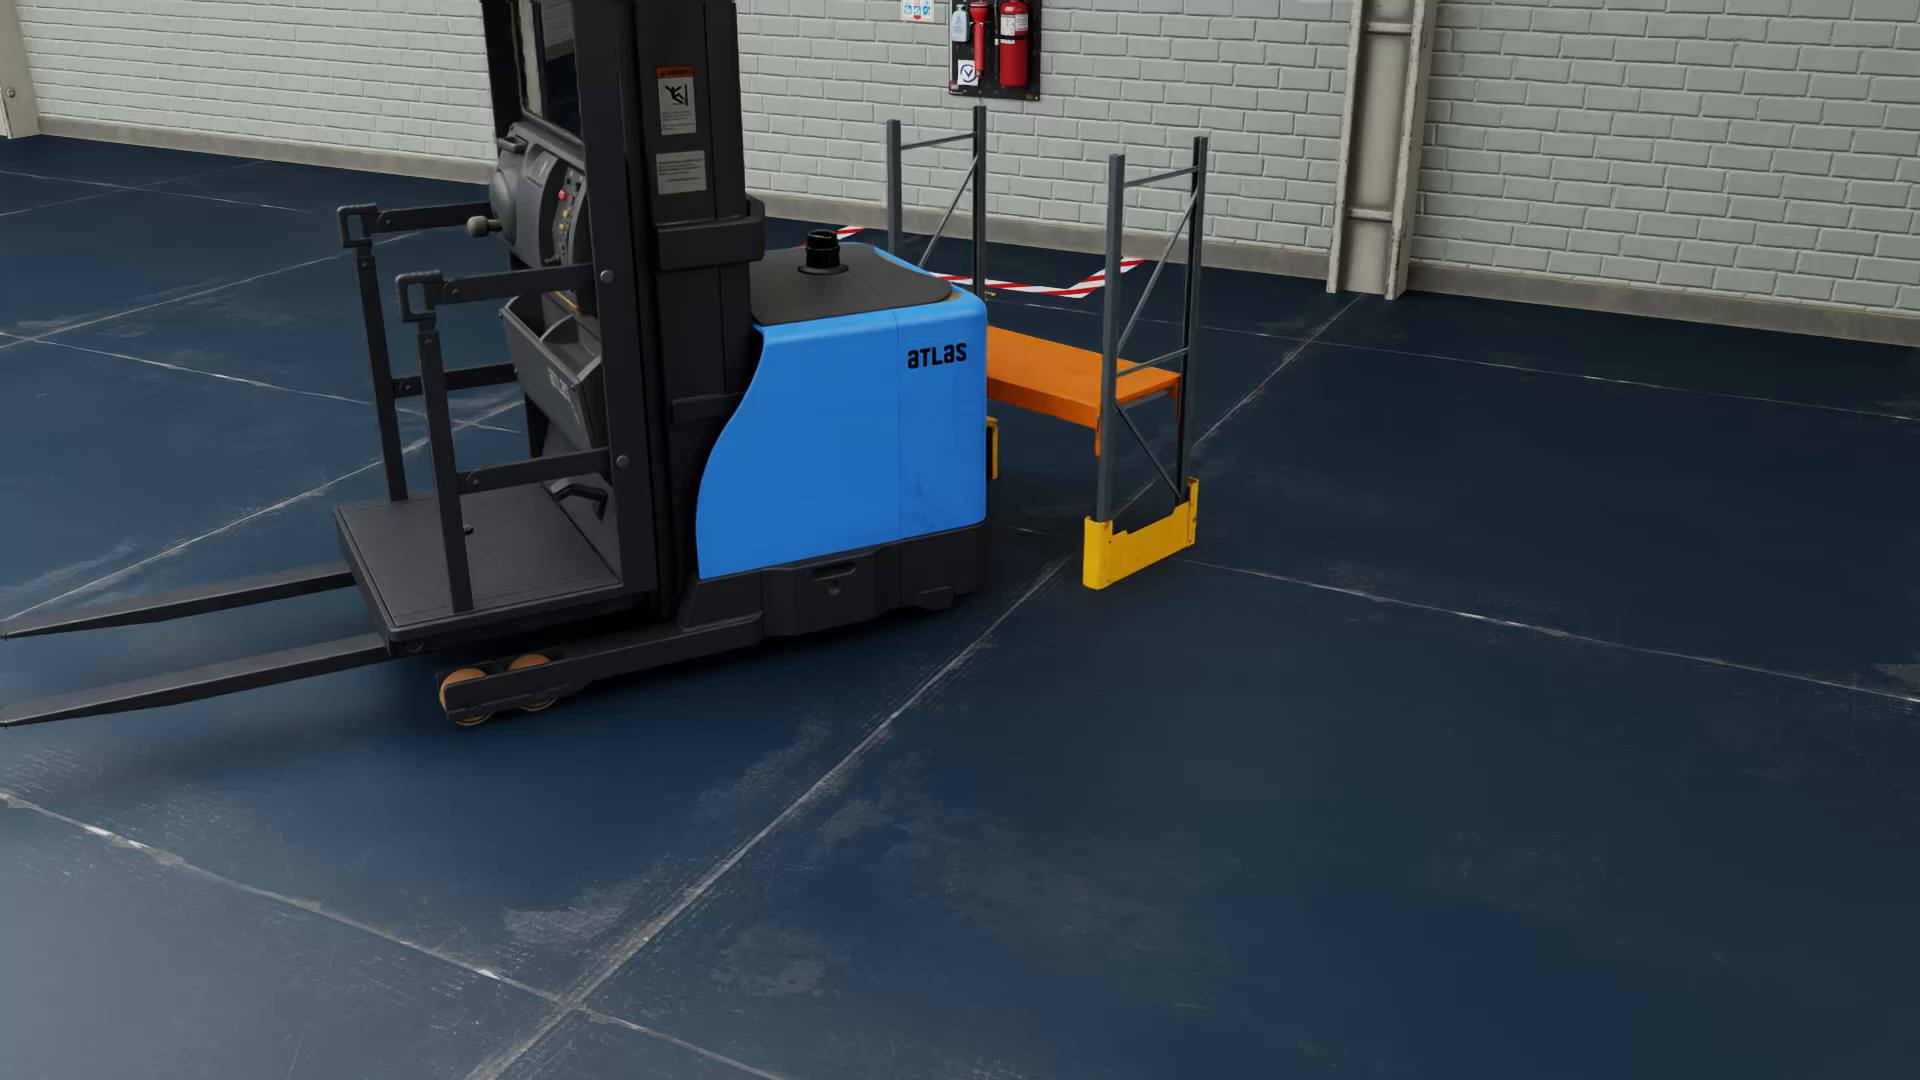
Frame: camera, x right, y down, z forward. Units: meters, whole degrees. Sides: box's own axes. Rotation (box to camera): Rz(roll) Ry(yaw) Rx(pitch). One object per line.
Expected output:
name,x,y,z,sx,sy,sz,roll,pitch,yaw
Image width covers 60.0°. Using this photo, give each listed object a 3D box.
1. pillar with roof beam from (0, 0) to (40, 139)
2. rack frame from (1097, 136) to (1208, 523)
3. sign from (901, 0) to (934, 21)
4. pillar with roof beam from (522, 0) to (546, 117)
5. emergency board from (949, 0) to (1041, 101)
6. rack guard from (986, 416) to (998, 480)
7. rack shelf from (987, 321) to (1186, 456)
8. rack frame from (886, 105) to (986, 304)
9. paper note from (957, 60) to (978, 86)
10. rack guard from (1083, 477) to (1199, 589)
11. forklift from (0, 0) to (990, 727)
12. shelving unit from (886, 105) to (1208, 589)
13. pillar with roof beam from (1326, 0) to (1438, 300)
pillar with roof beam,-10.286,-6.211,9.357,0.400,9.000,9.100,11,25,25
rack frame,0.659,-0.608,5.762,0.032,1.500,0.500,20,30,39
sign,-0.270,-3.435,10.449,0.234,0.329,0.001,11,25,25
pillar with roof beam,-4.932,-5.152,6.866,0.400,9.000,9.100,11,25,25
emergency board,0.177,-3.285,10.142,0.643,1.169,0.194,11,25,25
rack guard,-0.068,-0.300,6.635,0.087,0.250,0.587,20,30,39
rack shelf,0.288,-0.578,6.153,1.000,0.185,0.538,20,30,39
rack frame,-0.082,-0.880,6.403,0.032,1.500,0.500,20,30,39
paper note,0.050,-2.935,10.444,0.142,0.148,0.016,11,25,25
rack guard,0.658,-0.033,6.008,0.087,0.250,0.587,20,30,39
forklift,-1.445,-1.032,4.932,3.031,2.935,1.130,-12,26,-25
shelving unit,0.295,-0.741,6.077,1.083,1.500,0.587,20,30,39
pillar with roof beam,0.423,-4.092,4.375,0.400,9.000,9.100,11,25,25
